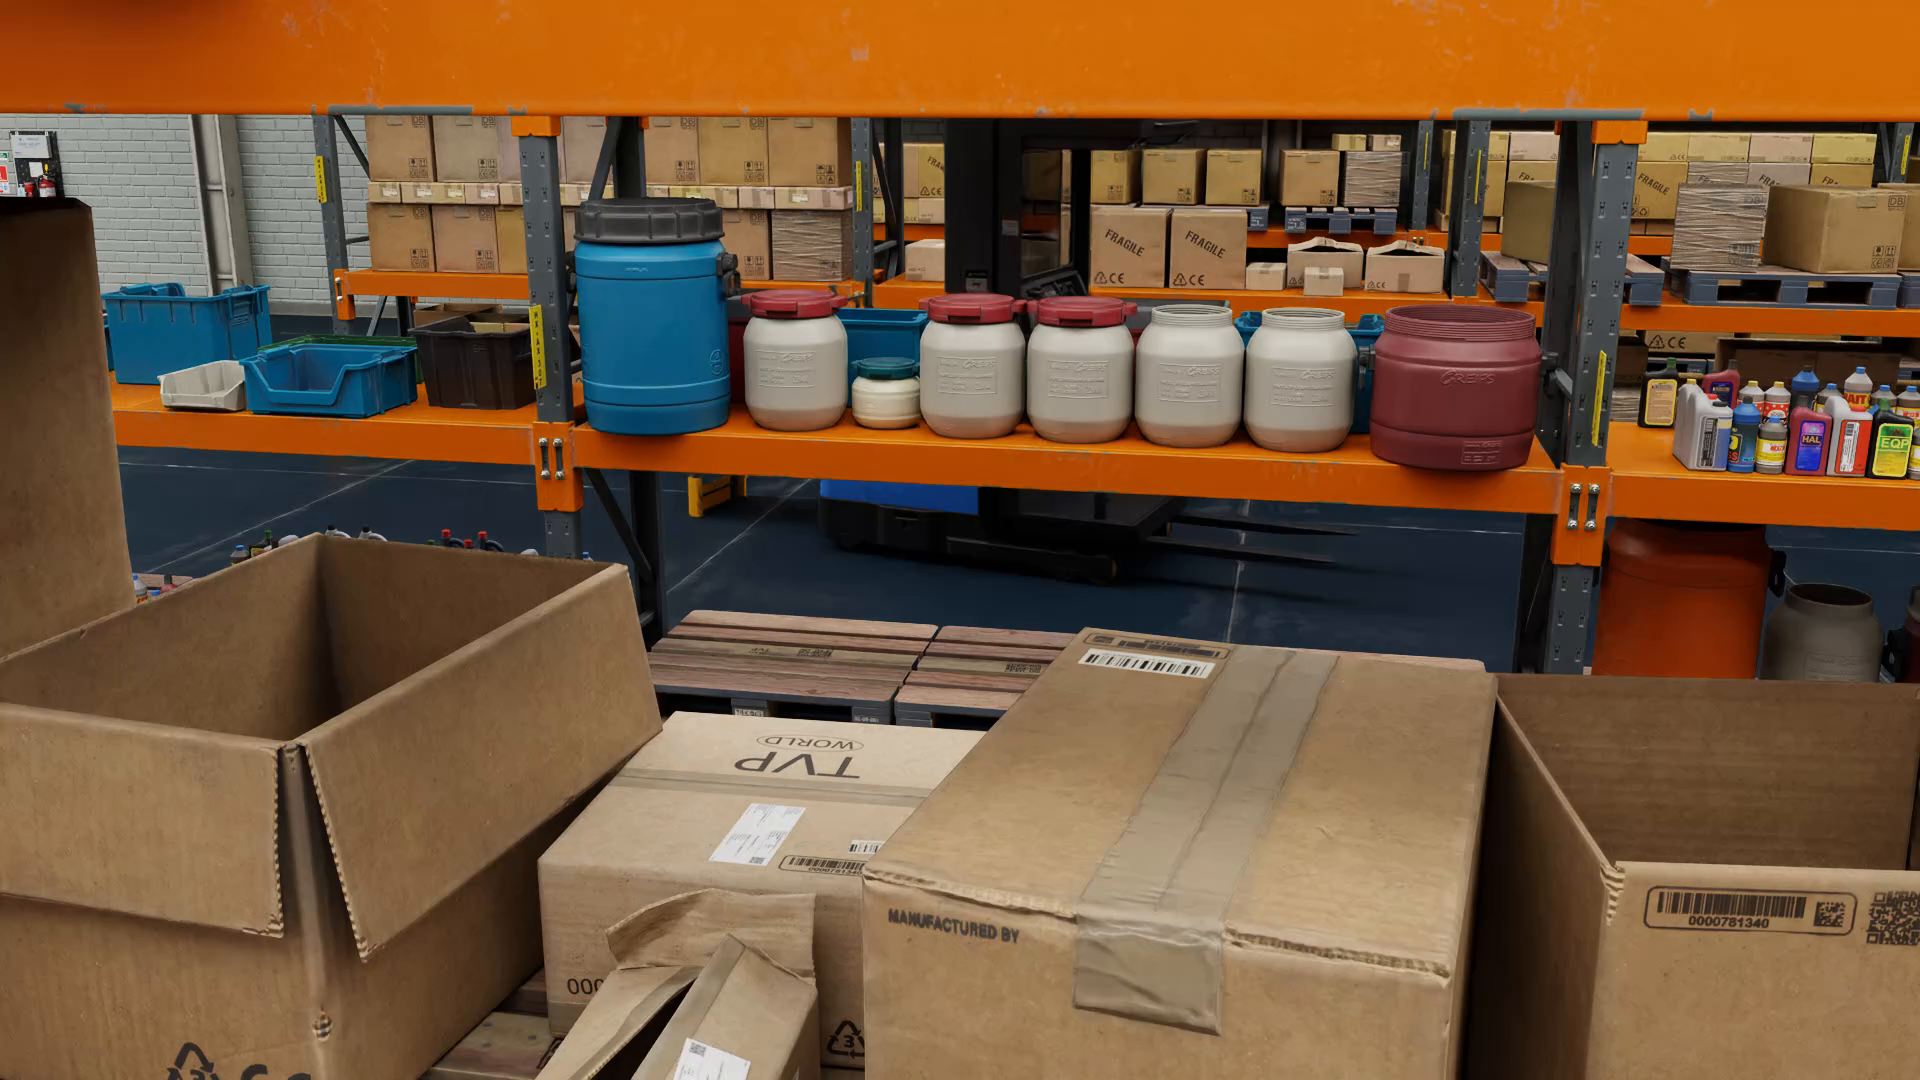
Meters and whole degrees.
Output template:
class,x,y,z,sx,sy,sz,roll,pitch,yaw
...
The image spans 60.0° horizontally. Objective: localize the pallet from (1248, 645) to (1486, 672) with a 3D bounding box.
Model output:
class,x,y,z,sx,sy,sz,roll,pitch,yaw
pallet,1.606,0.727,6.972,1.213,0.211,1.003,3,16,11

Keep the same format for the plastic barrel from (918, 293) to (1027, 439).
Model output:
class,x,y,z,sx,sy,sz,roll,pitch,yaw
plastic barrel,0.051,-0.697,6.633,0.433,0.535,0.433,0,15,0

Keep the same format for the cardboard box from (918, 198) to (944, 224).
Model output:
class,x,y,z,sx,sy,sz,roll,pitch,yaw
cardboard box,-0.113,-3.253,16.361,0.500,0.250,0.500,3,16,11

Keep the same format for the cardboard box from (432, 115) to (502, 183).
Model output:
class,x,y,z,sx,sy,sz,roll,pitch,yaw
cardboard box,-3.468,-2.903,12.234,0.500,0.500,0.700,3,16,10

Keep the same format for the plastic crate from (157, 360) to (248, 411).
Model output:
class,x,y,z,sx,sy,sz,roll,pitch,yaw
plastic crate,-3.204,-0.671,7.291,0.437,0.136,0.530,3,16,11

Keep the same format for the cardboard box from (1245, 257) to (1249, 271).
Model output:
class,x,y,z,sx,sy,sz,roll,pitch,yaw
cardboard box,2.565,-2.623,16.297,0.500,0.250,0.500,3,16,11

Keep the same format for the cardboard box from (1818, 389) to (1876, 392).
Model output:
class,x,y,z,sx,sy,sz,roll,pitch,yaw
cardboard box,5.829,-0.799,11.117,0.500,0.500,0.500,3,16,12

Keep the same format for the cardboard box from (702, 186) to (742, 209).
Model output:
class,x,y,z,sx,sy,sz,roll,pitch,yaw
cardboard box,-1.637,-2.434,11.757,0.250,0.149,0.380,3,16,11

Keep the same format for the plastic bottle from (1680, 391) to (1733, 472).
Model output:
class,x,y,z,sx,sy,sz,roll,pitch,yaw
plastic bottle,2.717,-0.398,6.043,0.135,0.276,0.152,3,16,11

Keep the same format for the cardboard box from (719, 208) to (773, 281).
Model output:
class,x,y,z,sx,sy,sz,roll,pitch,yaw
cardboard box,-1.526,-2.170,12.021,0.500,0.500,0.700,3,16,11

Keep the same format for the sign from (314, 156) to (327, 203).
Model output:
class,x,y,z,sx,sy,sz,roll,pitch,yaw
sign,-4.608,-2.597,11.979,0.005,0.325,0.100,3,16,11

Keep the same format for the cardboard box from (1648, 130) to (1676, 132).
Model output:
class,x,y,z,sx,sy,sz,roll,pitch,yaw
cardboard box,6.336,-3.680,15.471,0.500,0.250,0.500,3,16,10

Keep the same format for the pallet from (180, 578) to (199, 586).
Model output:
class,x,y,z,sx,sy,sz,roll,pitch,yaw
pallet,-3.411,0.455,7.956,1.213,0.211,1.003,3,16,11

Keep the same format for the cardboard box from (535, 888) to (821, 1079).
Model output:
class,x,y,z,sx,sy,sz,roll,pitch,yaw
cardboard box,-0.317,0.574,1.764,0.258,0.266,0.396,3,16,10

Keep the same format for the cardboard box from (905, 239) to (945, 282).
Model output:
class,x,y,z,sx,sy,sz,roll,pitch,yaw
cardboard box,-0.080,-1.987,11.827,0.500,0.250,0.500,4,16,15

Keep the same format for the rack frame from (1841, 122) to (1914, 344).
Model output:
class,x,y,z,sx,sy,sz,roll,pitch,yaw
rack frame,8.252,-2.944,15.003,0.127,3.000,1.000,3,16,11

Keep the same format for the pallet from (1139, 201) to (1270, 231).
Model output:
class,x,y,z,sx,sy,sz,roll,pitch,yaw
pallet,2.384,-3.159,16.138,1.213,0.211,1.003,3,16,11

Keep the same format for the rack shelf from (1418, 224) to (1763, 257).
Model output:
class,x,y,z,sx,sy,sz,roll,pitch,yaw
rack shelf,6.292,-2.704,15.483,4.000,0.370,1.077,3,16,11

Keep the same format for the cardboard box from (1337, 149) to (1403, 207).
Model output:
class,x,y,z,sx,sy,sz,roll,pitch,yaw
cardboard box,3.869,-3.440,15.780,0.500,0.500,0.700,1,16,5

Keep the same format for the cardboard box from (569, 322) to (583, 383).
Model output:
class,x,y,z,sx,sy,sz,roll,pitch,yaw
cardboard box,-2.541,-1.358,12.236,0.500,0.500,0.500,3,16,11

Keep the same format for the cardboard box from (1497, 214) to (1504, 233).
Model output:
class,x,y,z,sx,sy,sz,roll,pitch,yaw
cardboard box,5.097,-2.916,15.332,0.250,0.149,0.380,4,16,13

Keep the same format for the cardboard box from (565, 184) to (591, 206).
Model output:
class,x,y,z,sx,sy,sz,roll,pitch,yaw
cardboard box,-2.643,-2.488,11.954,0.250,0.149,0.380,3,16,12

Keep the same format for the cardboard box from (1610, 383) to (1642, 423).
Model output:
class,x,y,z,sx,sy,sz,roll,pitch,yaw
cardboard box,4.252,-0.743,10.914,0.500,0.500,0.500,3,16,9

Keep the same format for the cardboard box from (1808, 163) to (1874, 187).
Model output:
class,x,y,z,sx,sy,sz,roll,pitch,yaw
cardboard box,7.749,-3.104,14.798,0.500,0.500,0.500,3,16,10

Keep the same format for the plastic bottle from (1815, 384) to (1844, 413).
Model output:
class,x,y,z,sx,sy,sz,roll,pitch,yaw
plastic bottle,3.461,-0.521,6.627,0.097,0.201,0.097,0,15,0

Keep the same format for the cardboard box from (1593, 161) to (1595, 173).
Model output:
class,x,y,z,sx,sy,sz,roll,pitch,yaw
cardboard box,5.754,-3.209,15.174,0.500,0.500,0.500,3,16,11

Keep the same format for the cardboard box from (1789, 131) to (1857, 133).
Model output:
class,x,y,z,sx,sy,sz,roll,pitch,yaw
cardboard box,7.853,-3.600,15.181,0.500,0.250,0.500,4,16,13

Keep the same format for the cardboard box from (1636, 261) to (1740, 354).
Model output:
class,x,y,z,sx,sy,sz,roll,pitch,yaw
cardboard box,6.717,-2.158,15.404,0.750,0.750,0.750,4,16,13

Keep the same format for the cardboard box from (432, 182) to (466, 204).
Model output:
class,x,y,z,sx,sy,sz,roll,pitch,yaw
cardboard box,-3.646,-2.543,12.152,0.250,0.149,0.380,3,16,11

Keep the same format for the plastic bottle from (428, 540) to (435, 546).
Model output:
class,x,y,z,sx,sy,sz,roll,pitch,yaw
plastic bottle,-2.609,0.137,8.141,0.133,0.283,0.061,4,16,14

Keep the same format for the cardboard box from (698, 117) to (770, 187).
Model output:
class,x,y,z,sx,sy,sz,roll,pitch,yaw
cardboard box,-1.503,-2.796,11.849,0.500,0.500,0.700,3,16,11

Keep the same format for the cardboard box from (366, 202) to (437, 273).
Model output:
class,x,y,z,sx,sy,sz,roll,pitch,yaw
cardboard box,-4.036,-2.307,12.513,0.500,0.500,0.700,3,16,11

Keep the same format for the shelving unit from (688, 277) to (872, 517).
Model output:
class,x,y,z,sx,sy,sz,roll,pitch,yaw
shelving unit,-1.112,-0.888,10.389,1.083,1.500,0.587,7,17,23

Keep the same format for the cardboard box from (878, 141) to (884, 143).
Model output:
class,x,y,z,sx,sy,sz,roll,pitch,yaw
cardboard box,-1.000,-3.805,16.948,0.500,0.500,0.500,4,16,13

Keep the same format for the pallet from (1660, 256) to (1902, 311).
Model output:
class,x,y,z,sx,sy,sz,roll,pitch,yaw
pallet,5.255,-1.666,10.748,1.213,0.211,1.003,3,16,11

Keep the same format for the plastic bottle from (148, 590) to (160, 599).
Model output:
class,x,y,z,sx,sy,sz,roll,pitch,yaw
plastic bottle,-3.666,0.329,7.604,0.097,0.201,0.097,0,15,0

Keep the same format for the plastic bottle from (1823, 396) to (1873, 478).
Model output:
class,x,y,z,sx,sy,sz,roll,pitch,yaw
plastic bottle,3.171,-0.374,5.954,0.135,0.276,0.152,3,16,11

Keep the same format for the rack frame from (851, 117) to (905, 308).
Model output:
class,x,y,z,sx,sy,sz,roll,pitch,yaw
rack frame,-0.571,-2.074,11.860,0.127,3.000,1.000,3,16,11

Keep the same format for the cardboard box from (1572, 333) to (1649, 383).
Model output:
class,x,y,z,sx,sy,sz,roll,pitch,yaw
cardboard box,4.368,-1.240,11.302,0.500,0.250,0.500,4,16,13

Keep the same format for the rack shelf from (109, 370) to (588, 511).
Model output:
class,x,y,z,sx,sy,sz,roll,pitch,yaw
rack shelf,-3.522,-0.538,7.663,4.000,0.370,1.077,3,16,11

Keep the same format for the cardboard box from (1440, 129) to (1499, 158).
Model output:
class,x,y,z,sx,sy,sz,roll,pitch,yaw
cardboard box,4.828,-3.763,15.773,0.500,0.250,0.500,4,16,13

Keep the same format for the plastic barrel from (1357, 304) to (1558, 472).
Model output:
class,x,y,z,sx,sy,sz,roll,pitch,yaw
plastic barrel,1.842,-0.577,6.200,0.708,0.536,0.600,3,16,11

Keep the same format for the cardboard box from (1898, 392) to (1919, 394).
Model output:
class,x,y,z,sx,sy,sz,roll,pitch,yaw
cardboard box,6.245,-0.636,10.526,0.500,0.500,0.500,3,16,11

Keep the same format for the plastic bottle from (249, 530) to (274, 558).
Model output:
class,x,y,z,sx,sy,sz,roll,pitch,yaw
plastic bottle,-3.477,0.090,8.311,0.133,0.283,0.061,4,16,12

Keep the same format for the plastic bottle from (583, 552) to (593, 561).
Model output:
class,x,y,z,sx,sy,sz,roll,pitch,yaw
plastic bottle,-1.787,0.193,7.964,0.097,0.271,0.097,0,15,0

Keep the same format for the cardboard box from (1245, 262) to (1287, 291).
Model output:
class,x,y,z,sx,sy,sz,roll,pitch,yaw
cardboard box,2.087,-1.793,11.317,0.250,0.149,0.380,4,16,15

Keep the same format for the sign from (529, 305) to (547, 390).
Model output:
class,x,y,z,sx,sy,sz,roll,pitch,yaw
sign,-1.683,-0.768,6.629,0.005,0.325,0.100,3,16,11

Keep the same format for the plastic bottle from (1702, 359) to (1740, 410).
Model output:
class,x,y,z,sx,sy,sz,roll,pitch,yaw
plastic bottle,3.065,-0.587,6.711,0.133,0.283,0.061,3,16,11

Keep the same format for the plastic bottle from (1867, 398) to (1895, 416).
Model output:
class,x,y,z,sx,sy,sz,roll,pitch,yaw
plastic bottle,3.291,-0.374,5.964,0.097,0.271,0.097,0,15,0

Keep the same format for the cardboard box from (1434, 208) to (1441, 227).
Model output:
class,x,y,z,sx,sy,sz,roll,pitch,yaw
cardboard box,4.702,-3.095,15.981,0.250,0.149,0.380,3,16,12

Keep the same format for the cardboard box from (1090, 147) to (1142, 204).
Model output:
class,x,y,z,sx,sy,sz,roll,pitch,yaw
cardboard box,1.450,-3.563,16.223,0.500,0.500,0.700,5,16,17

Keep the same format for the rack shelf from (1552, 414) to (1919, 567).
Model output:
class,x,y,z,sx,sy,sz,roll,pitch,yaw
rack shelf,4.317,-0.112,6.127,4.000,0.370,1.077,3,16,11

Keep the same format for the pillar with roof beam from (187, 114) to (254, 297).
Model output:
class,x,y,z,sx,sy,sz,roll,pitch,yaw
pillar with roof beam,-9.387,-5.856,14.275,0.400,9.000,9.100,3,16,11

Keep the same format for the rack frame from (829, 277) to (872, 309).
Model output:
class,x,y,z,sx,sy,sz,roll,pitch,yaw
rack frame,-0.657,-0.834,10.192,0.032,1.500,0.500,7,17,23

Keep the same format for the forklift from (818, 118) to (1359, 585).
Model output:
class,x,y,z,sx,sy,sz,roll,pitch,yaw
forklift,0.724,-1.329,9.300,3.031,2.935,1.130,7,17,23

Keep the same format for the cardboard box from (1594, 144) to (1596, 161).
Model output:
class,x,y,z,sx,sy,sz,roll,pitch,yaw
cardboard box,5.743,-3.574,15.089,0.500,0.250,0.500,3,16,11

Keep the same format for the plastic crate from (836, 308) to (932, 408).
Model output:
class,x,y,z,sx,sy,sz,roll,pitch,yaw
plastic crate,-0.419,-0.793,7.267,0.575,0.384,0.392,3,16,11

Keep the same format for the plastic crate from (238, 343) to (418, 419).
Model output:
class,x,y,z,sx,sy,sz,roll,pitch,yaw
plastic crate,-2.701,-0.695,7.159,0.616,0.251,0.499,3,16,11

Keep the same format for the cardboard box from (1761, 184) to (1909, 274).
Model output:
class,x,y,z,sx,sy,sz,roll,pitch,yaw
cardboard box,5.524,-1.977,10.535,0.500,0.500,0.700,-1,16,-3
